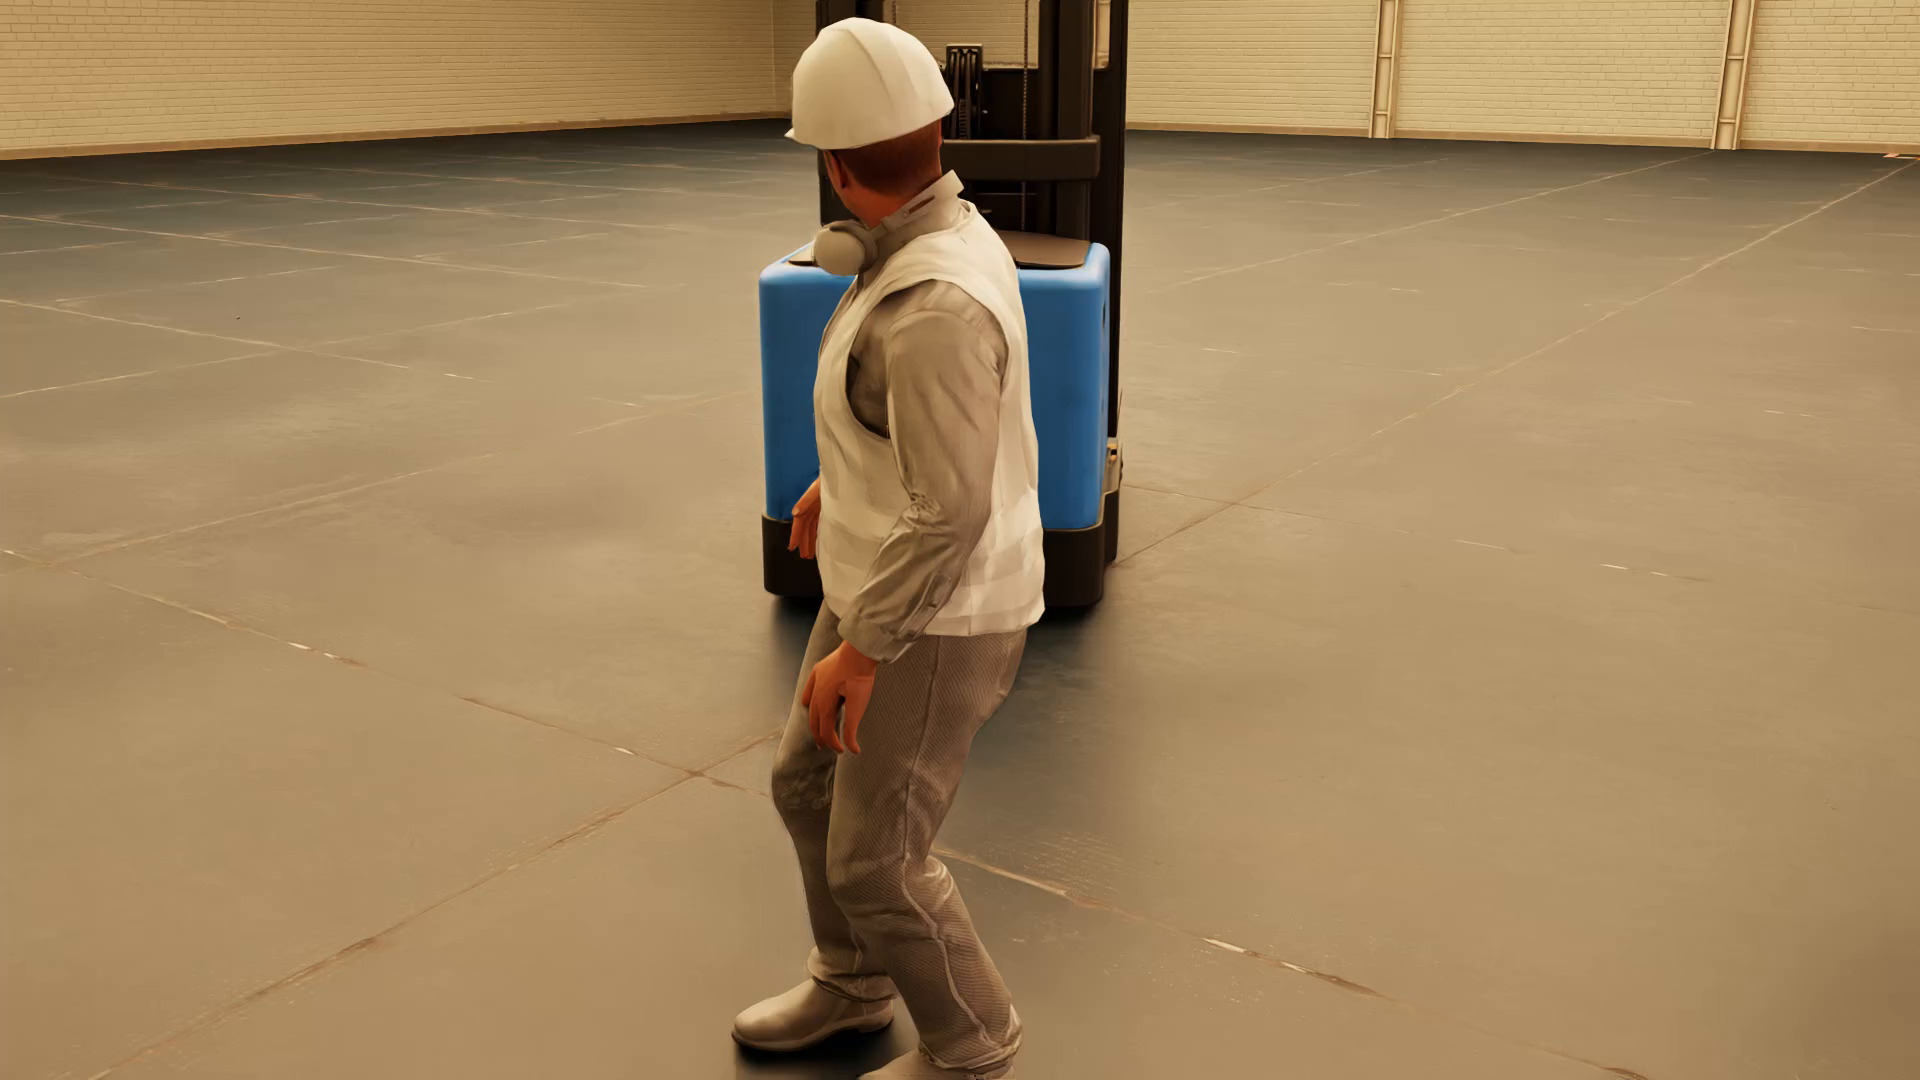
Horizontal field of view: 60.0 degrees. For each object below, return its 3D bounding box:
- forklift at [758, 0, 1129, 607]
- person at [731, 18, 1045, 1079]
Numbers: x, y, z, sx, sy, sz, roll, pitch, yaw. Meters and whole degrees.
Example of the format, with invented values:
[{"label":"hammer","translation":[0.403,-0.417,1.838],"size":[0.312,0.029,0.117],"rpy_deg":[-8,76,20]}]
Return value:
[{"label":"forklift","translation":[0.070,-1.578,6.110],"size":[1.130,2.935,3.031],"rpy_deg":[2,17,6]},{"label":"person","translation":[-0.125,0.098,2.597],"size":[0.513,1.744,0.726],"rpy_deg":[-3,17,-10]}]
